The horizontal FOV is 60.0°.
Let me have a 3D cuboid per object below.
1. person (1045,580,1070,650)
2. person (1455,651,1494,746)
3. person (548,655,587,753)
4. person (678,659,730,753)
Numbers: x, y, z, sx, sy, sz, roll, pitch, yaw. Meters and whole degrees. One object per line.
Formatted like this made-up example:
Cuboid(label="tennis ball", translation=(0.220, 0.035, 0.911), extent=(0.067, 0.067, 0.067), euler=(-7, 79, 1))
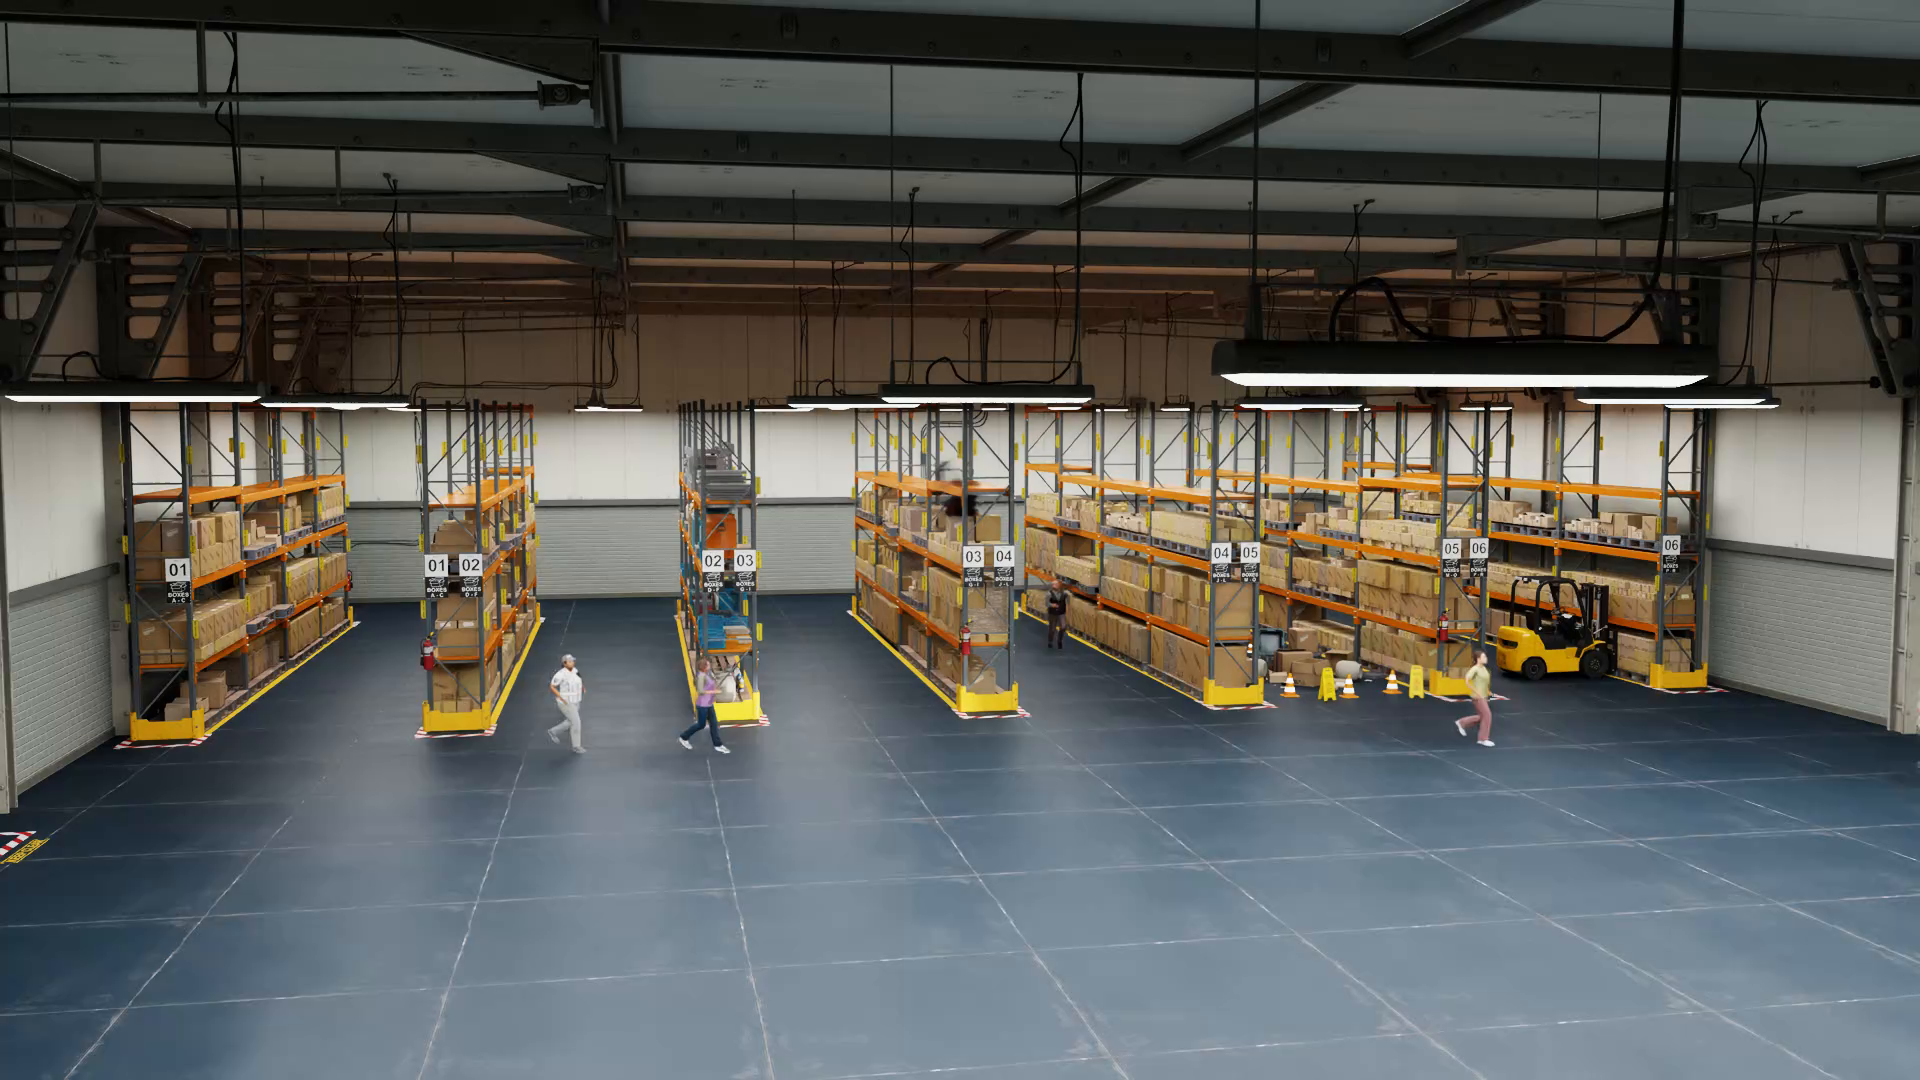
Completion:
Cuboid(label="person", translation=(2.366, 1.819, 40.350), extent=(0.664, 1.693, 0.848), euler=(-1, 4, -7))
Cuboid(label="person", translation=(8.961, 2.729, 28.917), extent=(0.733, 1.640, 0.599), euler=(3, 5, 38))
Cuboid(label="person", translation=(-6.689, 2.773, 28.320), extent=(0.794, 1.672, 0.600), euler=(2, 5, 21))
Cuboid(label="person", translation=(-4.310, 2.792, 27.986), extent=(0.878, 1.596, 0.537), euler=(1, 4, 7))
